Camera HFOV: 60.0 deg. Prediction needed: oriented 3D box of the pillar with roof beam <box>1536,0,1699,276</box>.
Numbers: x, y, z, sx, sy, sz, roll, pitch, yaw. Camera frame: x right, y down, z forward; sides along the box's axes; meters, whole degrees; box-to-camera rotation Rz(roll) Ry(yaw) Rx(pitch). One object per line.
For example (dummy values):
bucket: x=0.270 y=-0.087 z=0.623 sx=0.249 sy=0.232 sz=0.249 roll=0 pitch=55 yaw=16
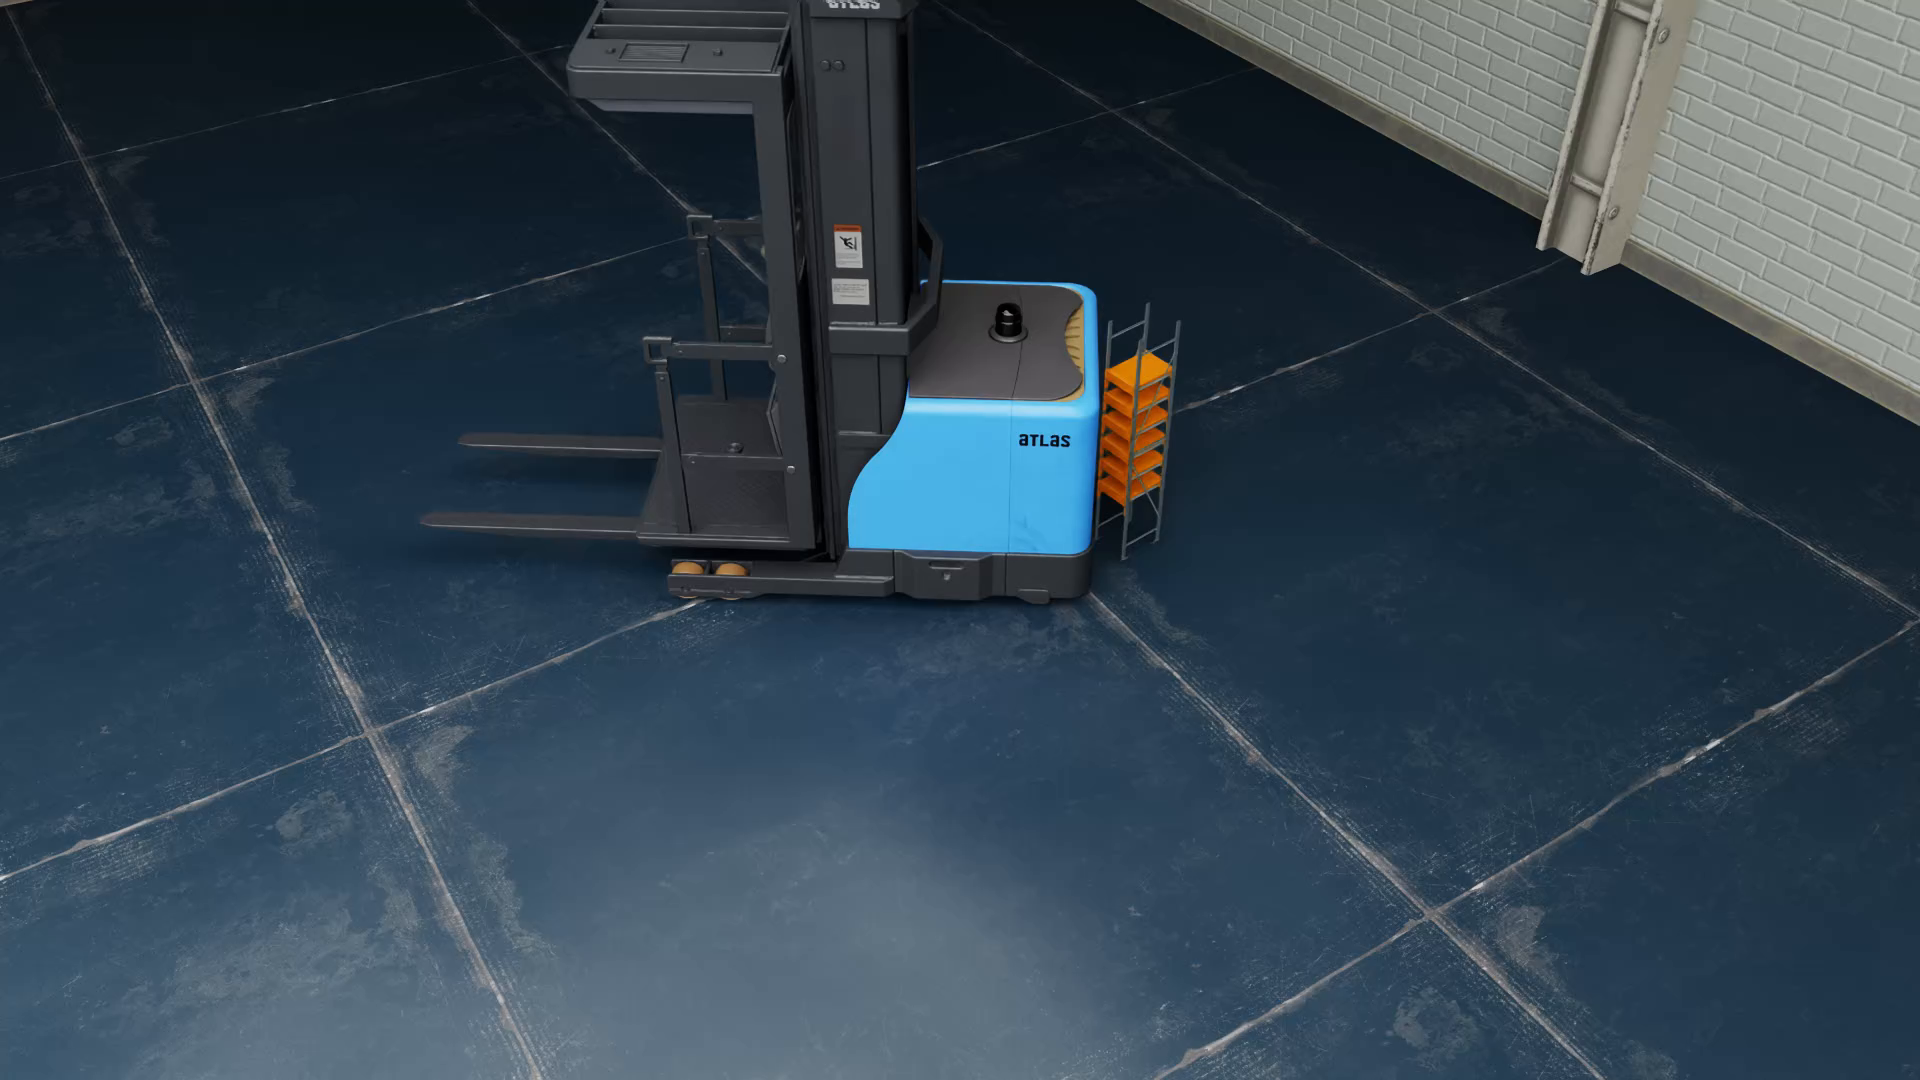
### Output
pillar with roof beam: x=0.006 y=-3.656 z=5.108 sx=9.100 sy=9.000 sz=0.400 roll=-22 pitch=45 yaw=-24

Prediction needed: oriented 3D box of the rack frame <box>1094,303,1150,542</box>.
rack frame: x=0.716 y=-0.502 z=7.415 sx=0.240 sy=1.200 sz=0.006 roll=-28 pitch=47 yaw=-29

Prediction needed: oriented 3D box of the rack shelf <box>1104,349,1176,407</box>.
rack shelf: x=0.774 y=-0.699 z=7.159 sx=0.258 sy=0.103 sz=0.180 roll=-28 pitch=47 yaw=-29

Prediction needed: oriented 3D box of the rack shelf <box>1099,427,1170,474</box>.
rack shelf: x=0.774 y=-0.423 z=7.389 sx=0.258 sy=0.103 sz=0.180 roll=-28 pitch=47 yaw=-29

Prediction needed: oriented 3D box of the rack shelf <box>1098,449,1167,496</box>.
rack shelf: x=0.774 y=-0.331 z=7.466 sx=0.258 sy=0.103 sz=0.180 roll=-28 pitch=47 yaw=-29

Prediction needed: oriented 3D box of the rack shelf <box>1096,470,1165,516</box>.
rack shelf: x=0.774 y=-0.238 z=7.543 sx=0.258 sy=0.103 sz=0.180 roll=-28 pitch=47 yaw=-29

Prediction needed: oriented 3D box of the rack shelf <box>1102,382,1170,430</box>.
rack shelf: x=0.774 y=-0.607 z=7.236 sx=0.258 sy=0.103 sz=0.180 roll=-28 pitch=47 yaw=-29

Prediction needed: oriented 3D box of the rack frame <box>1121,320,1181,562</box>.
rack frame: x=0.832 y=-0.412 z=7.307 sx=0.240 sy=1.200 sz=0.006 roll=-28 pitch=47 yaw=-29

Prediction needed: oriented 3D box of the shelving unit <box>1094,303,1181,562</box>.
shelving unit: x=0.774 y=-0.457 z=7.361 sx=0.258 sy=1.200 sz=0.189 roll=-28 pitch=47 yaw=-29

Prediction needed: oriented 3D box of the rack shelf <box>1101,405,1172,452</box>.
rack shelf: x=0.774 y=-0.515 z=7.313 sx=0.258 sy=0.103 sz=0.180 roll=-28 pitch=47 yaw=-29

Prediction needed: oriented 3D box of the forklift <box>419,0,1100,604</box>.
forklift: x=-0.909 y=-1.194 z=6.894 sx=3.031 sy=2.935 sz=1.130 roll=2 pitch=40 yaw=2
